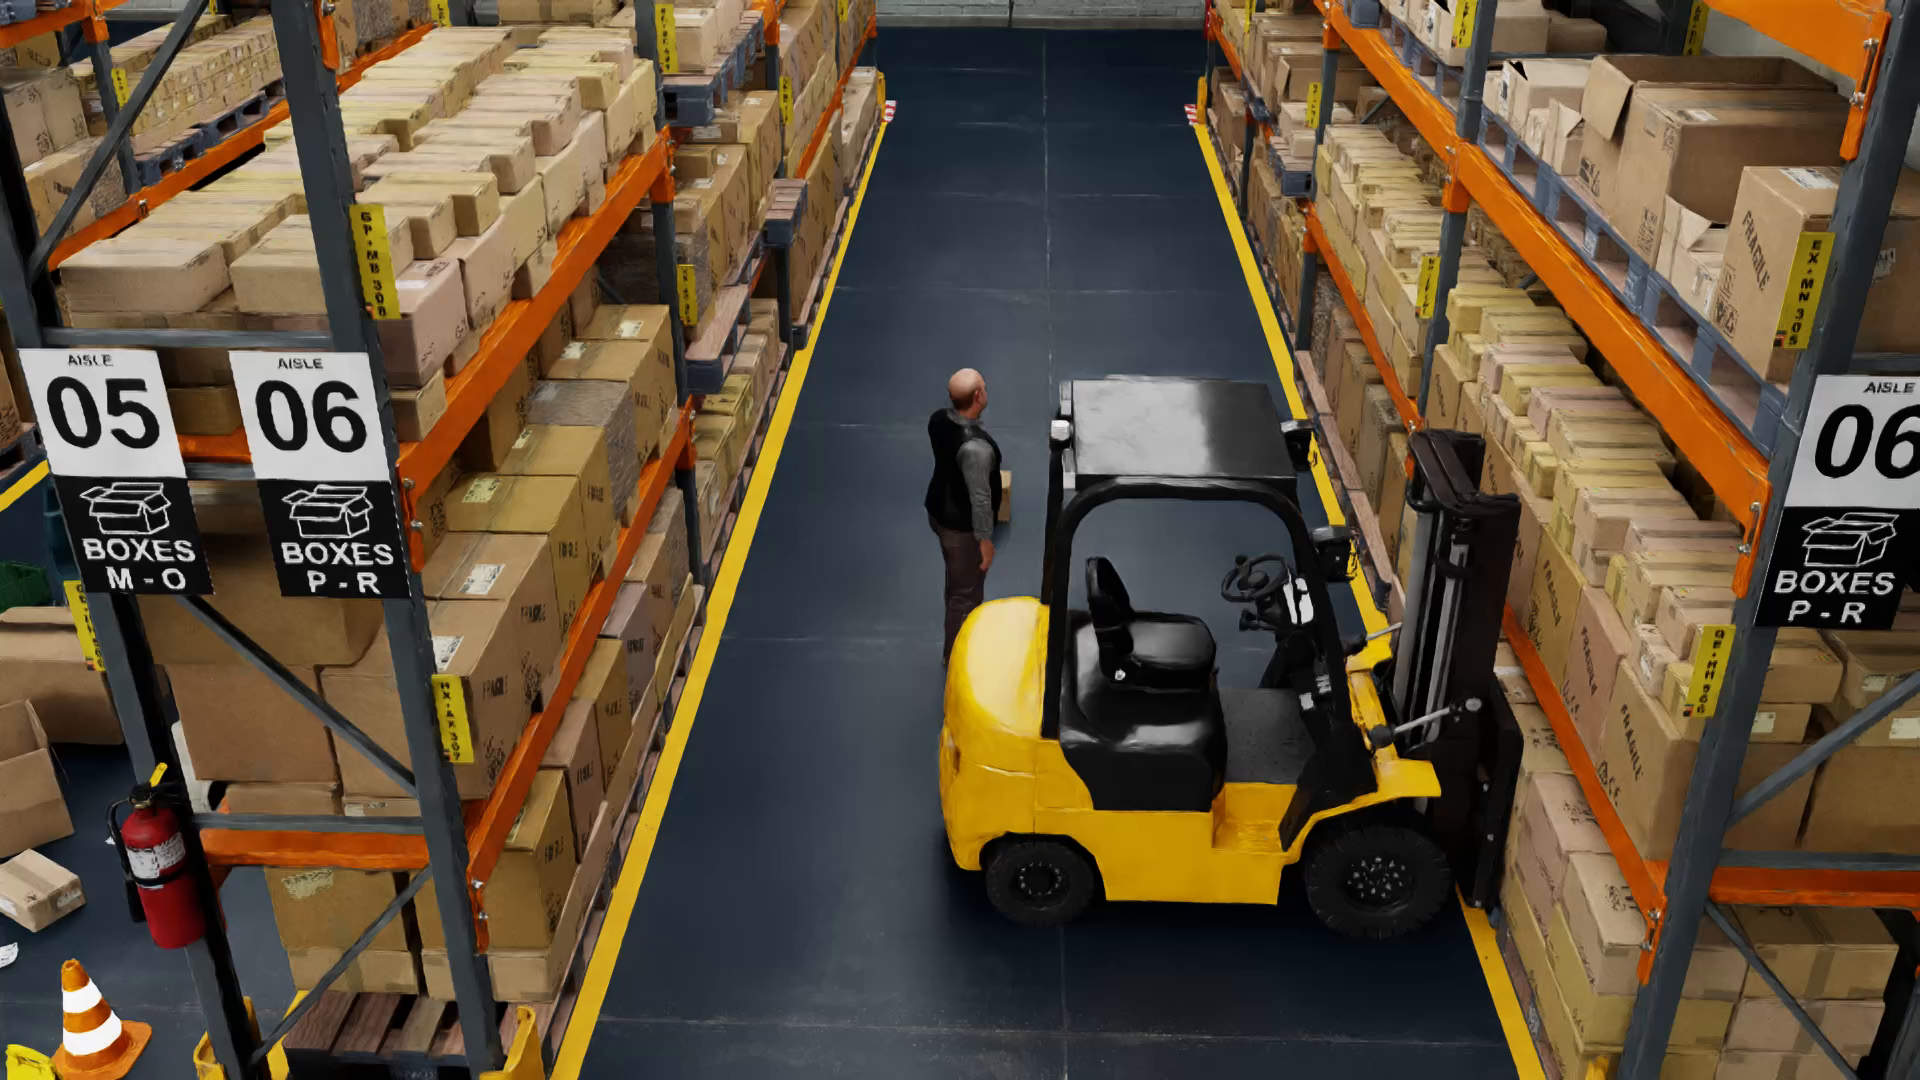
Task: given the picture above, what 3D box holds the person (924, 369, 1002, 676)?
[{"bbox_3d":[0.075,-0.096,8.770,0.470,1.730,0.588,-11,30,-19],"label":"person"}]
